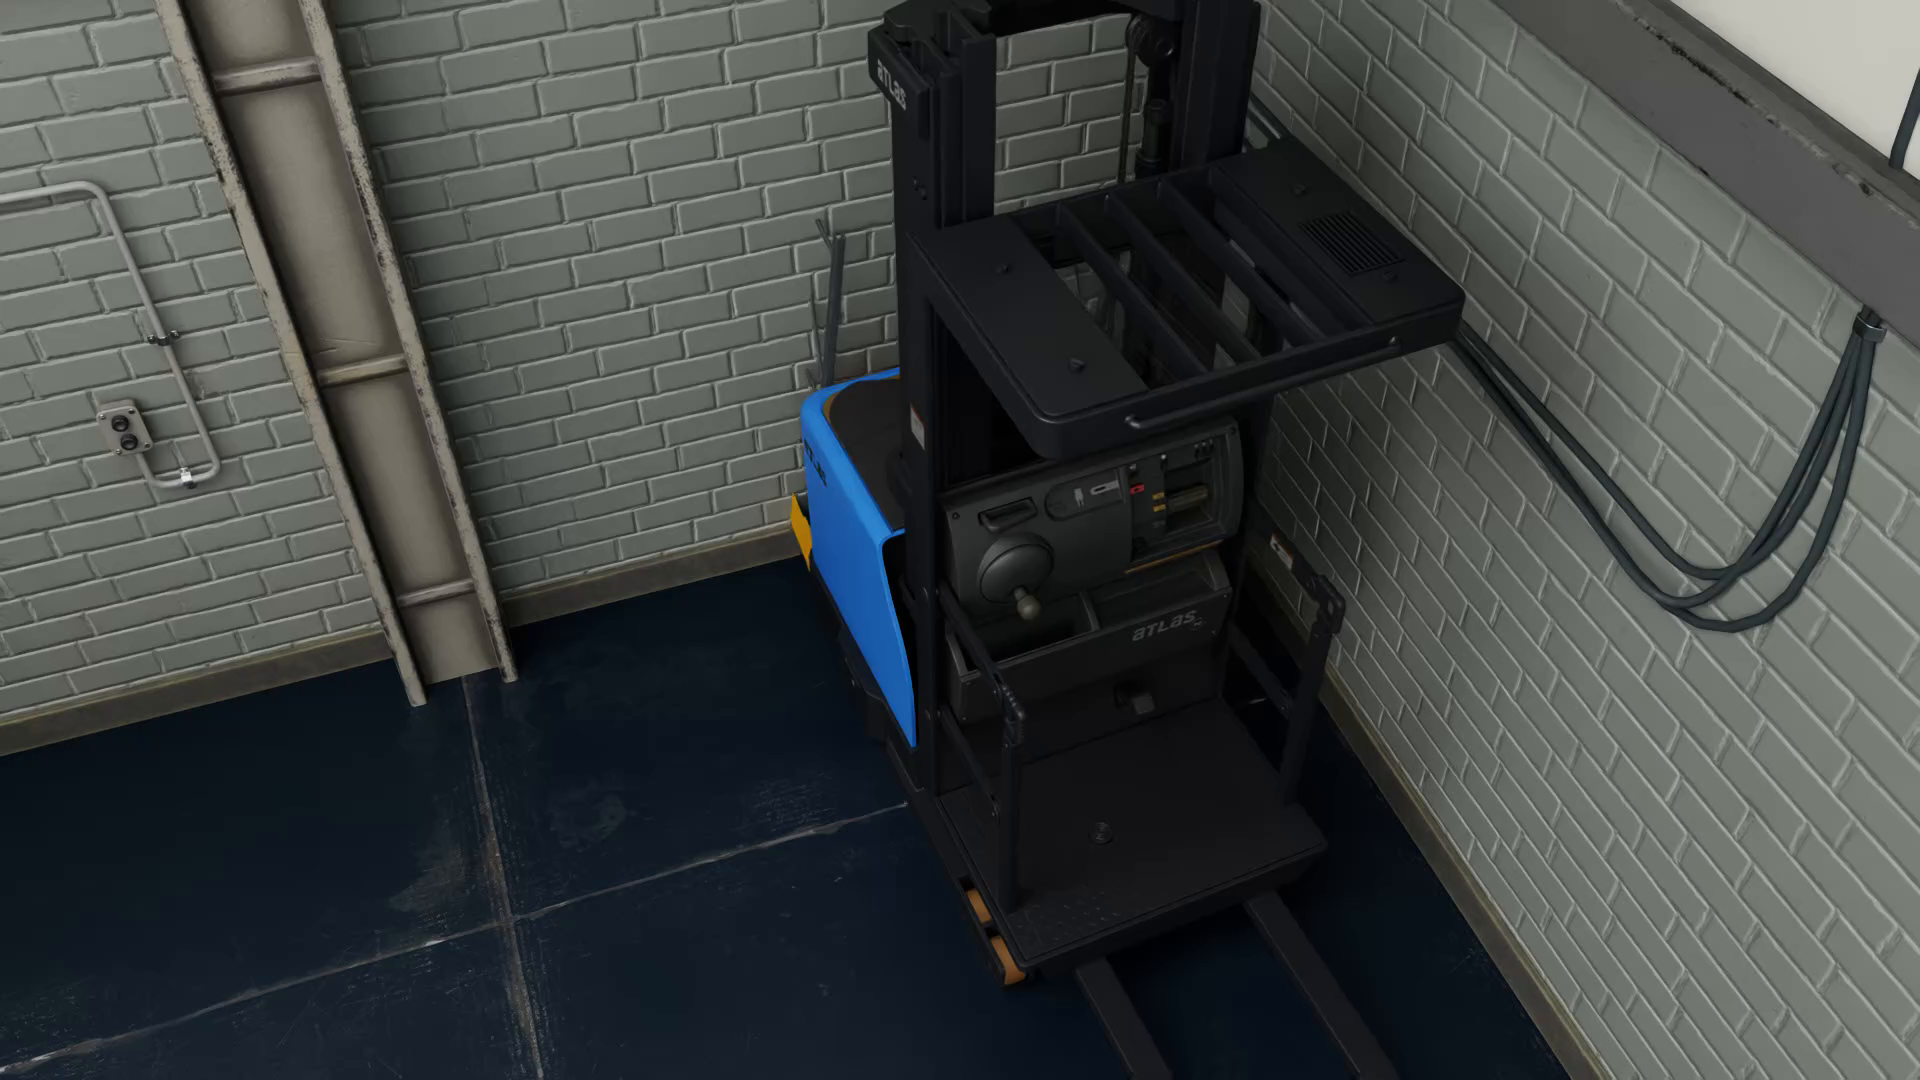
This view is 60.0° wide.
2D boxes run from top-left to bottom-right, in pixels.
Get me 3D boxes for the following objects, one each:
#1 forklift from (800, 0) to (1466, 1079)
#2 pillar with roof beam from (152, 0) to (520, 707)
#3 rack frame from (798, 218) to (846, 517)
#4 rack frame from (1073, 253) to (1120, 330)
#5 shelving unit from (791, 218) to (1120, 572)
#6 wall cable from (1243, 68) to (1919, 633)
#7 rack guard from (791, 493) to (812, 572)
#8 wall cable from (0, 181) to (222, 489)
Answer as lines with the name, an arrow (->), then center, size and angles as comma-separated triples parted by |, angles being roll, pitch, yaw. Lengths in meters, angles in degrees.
forklift -> 0.488, 0.035, 4.646 | 1.130, 2.935, 3.031 | -17, 48, -17
pillar with roof beam -> -0.427, 0.158, 0.239 | 0.400, 9.000, 9.100 | -14, 47, -14
rack frame -> -0.556, -0.604, 6.083 | 0.032, 1.500, 0.500 | -9, 46, -18
rack frame -> 0.398, -0.747, 6.405 | 0.032, 1.500, 0.500 | -9, 46, -18
shelving unit -> -0.071, -0.677, 6.247 | 1.083, 1.500, 0.587 | -9, 46, -18
wall cable -> 1.307, -1.510, 4.094 | 0.112, 2.526, 3.097 | -14, 47, -14
rack guard -> -0.613, -0.154, 6.513 | 0.087, 0.250, 0.587 | -9, 46, -18
wall cable -> -3.251, -0.663, 4.576 | 1.851, 1.984, 0.084 | -14, 47, -14
